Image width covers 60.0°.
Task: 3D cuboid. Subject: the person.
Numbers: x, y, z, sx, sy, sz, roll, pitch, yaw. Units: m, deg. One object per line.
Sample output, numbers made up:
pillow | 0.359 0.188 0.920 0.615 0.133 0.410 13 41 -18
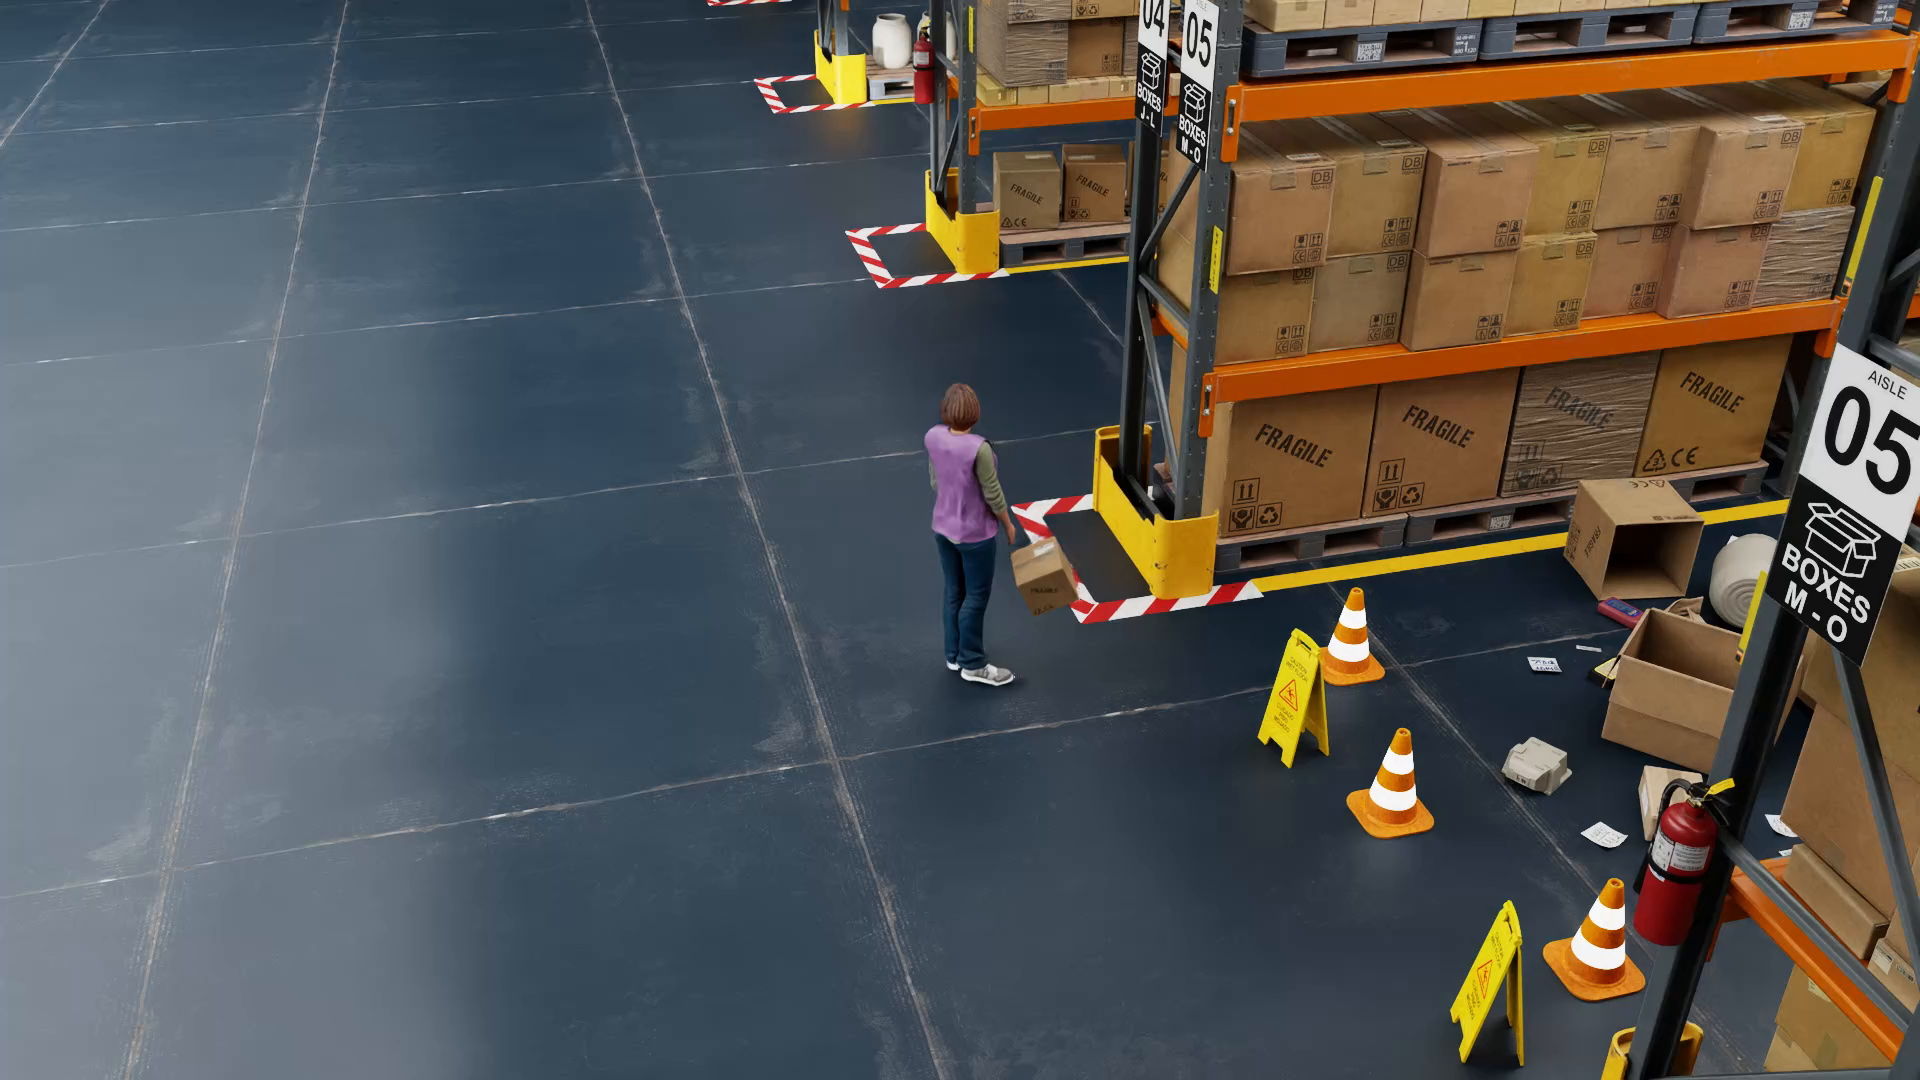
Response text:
person | 0.071 -0.040 8.279 0.517 1.605 0.343 25 39 35
